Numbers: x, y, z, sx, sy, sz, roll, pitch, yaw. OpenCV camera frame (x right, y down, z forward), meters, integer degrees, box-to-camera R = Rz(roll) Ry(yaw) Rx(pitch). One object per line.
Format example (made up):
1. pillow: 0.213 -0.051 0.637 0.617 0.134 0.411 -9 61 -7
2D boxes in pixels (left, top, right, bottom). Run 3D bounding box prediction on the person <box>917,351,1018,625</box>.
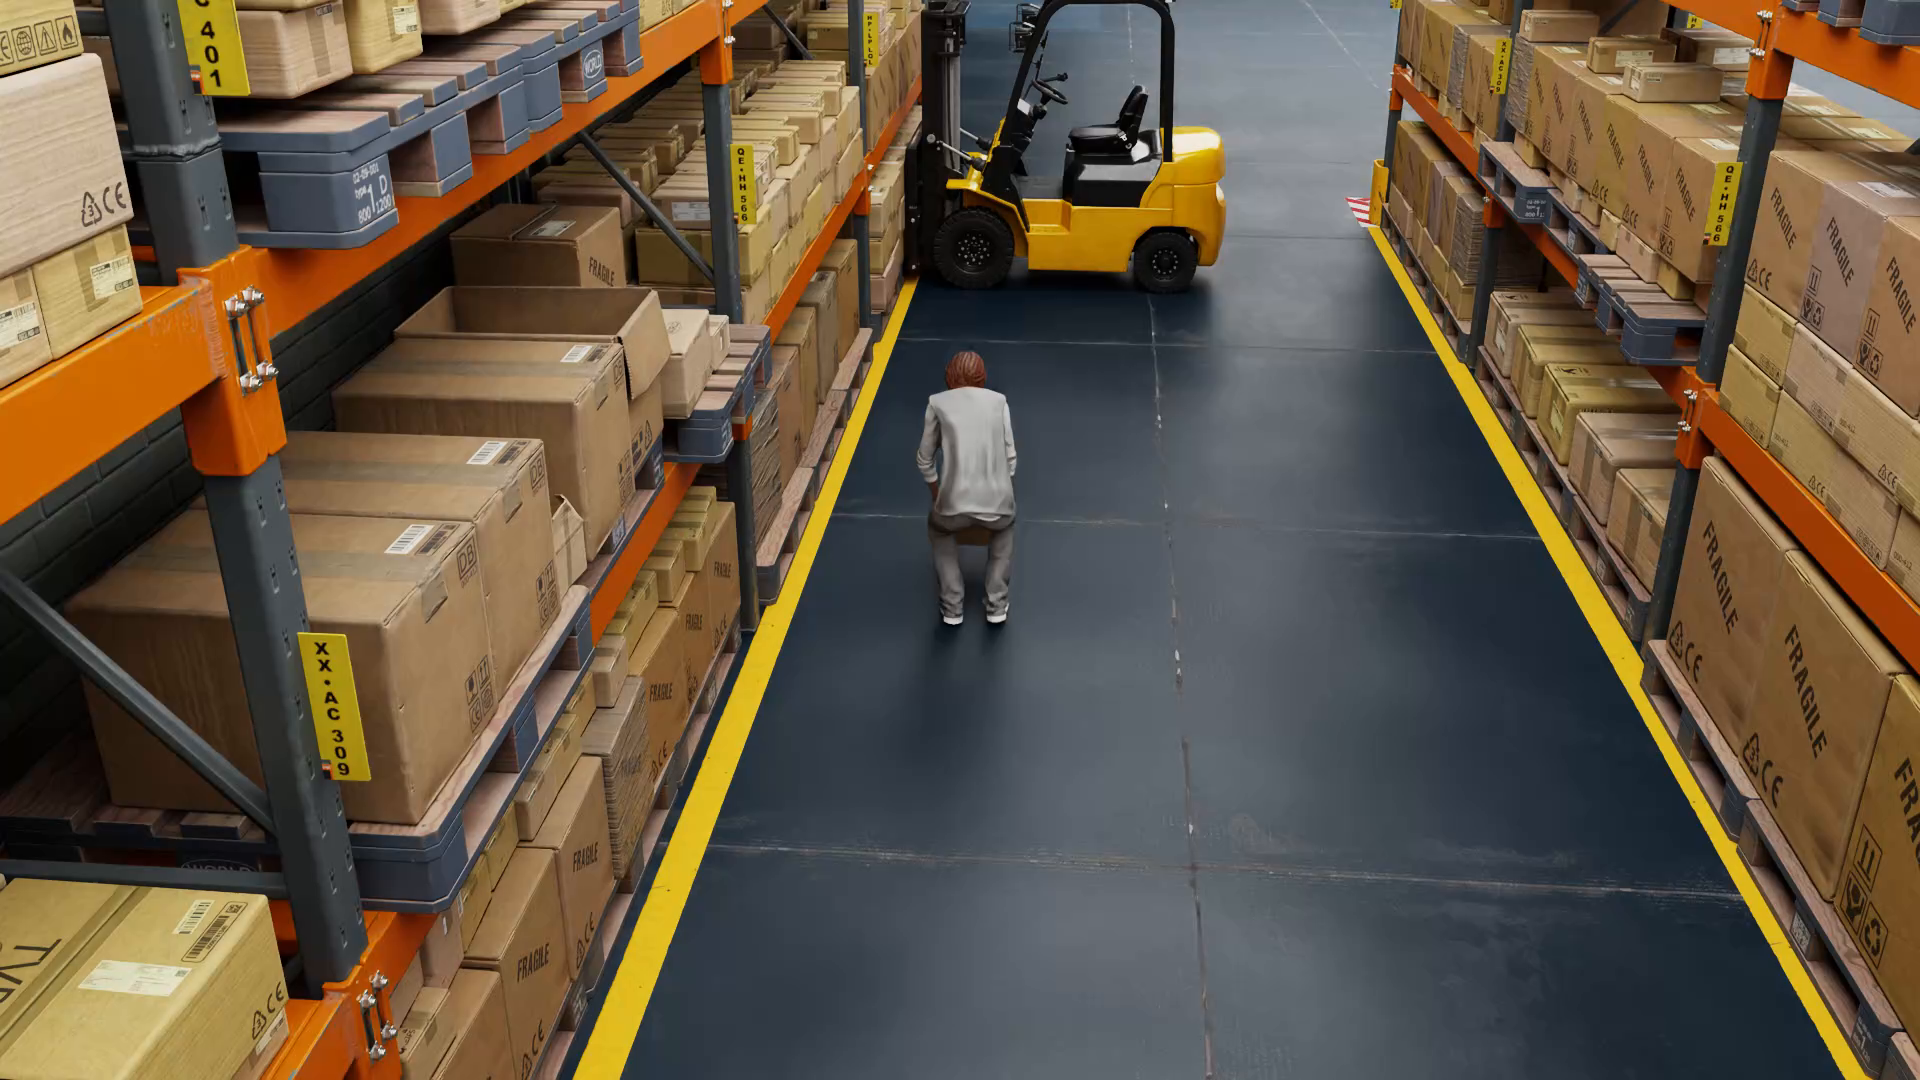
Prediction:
1. person: 0.032 -0.201 7.559 0.462 1.175 0.710 0 25 0
